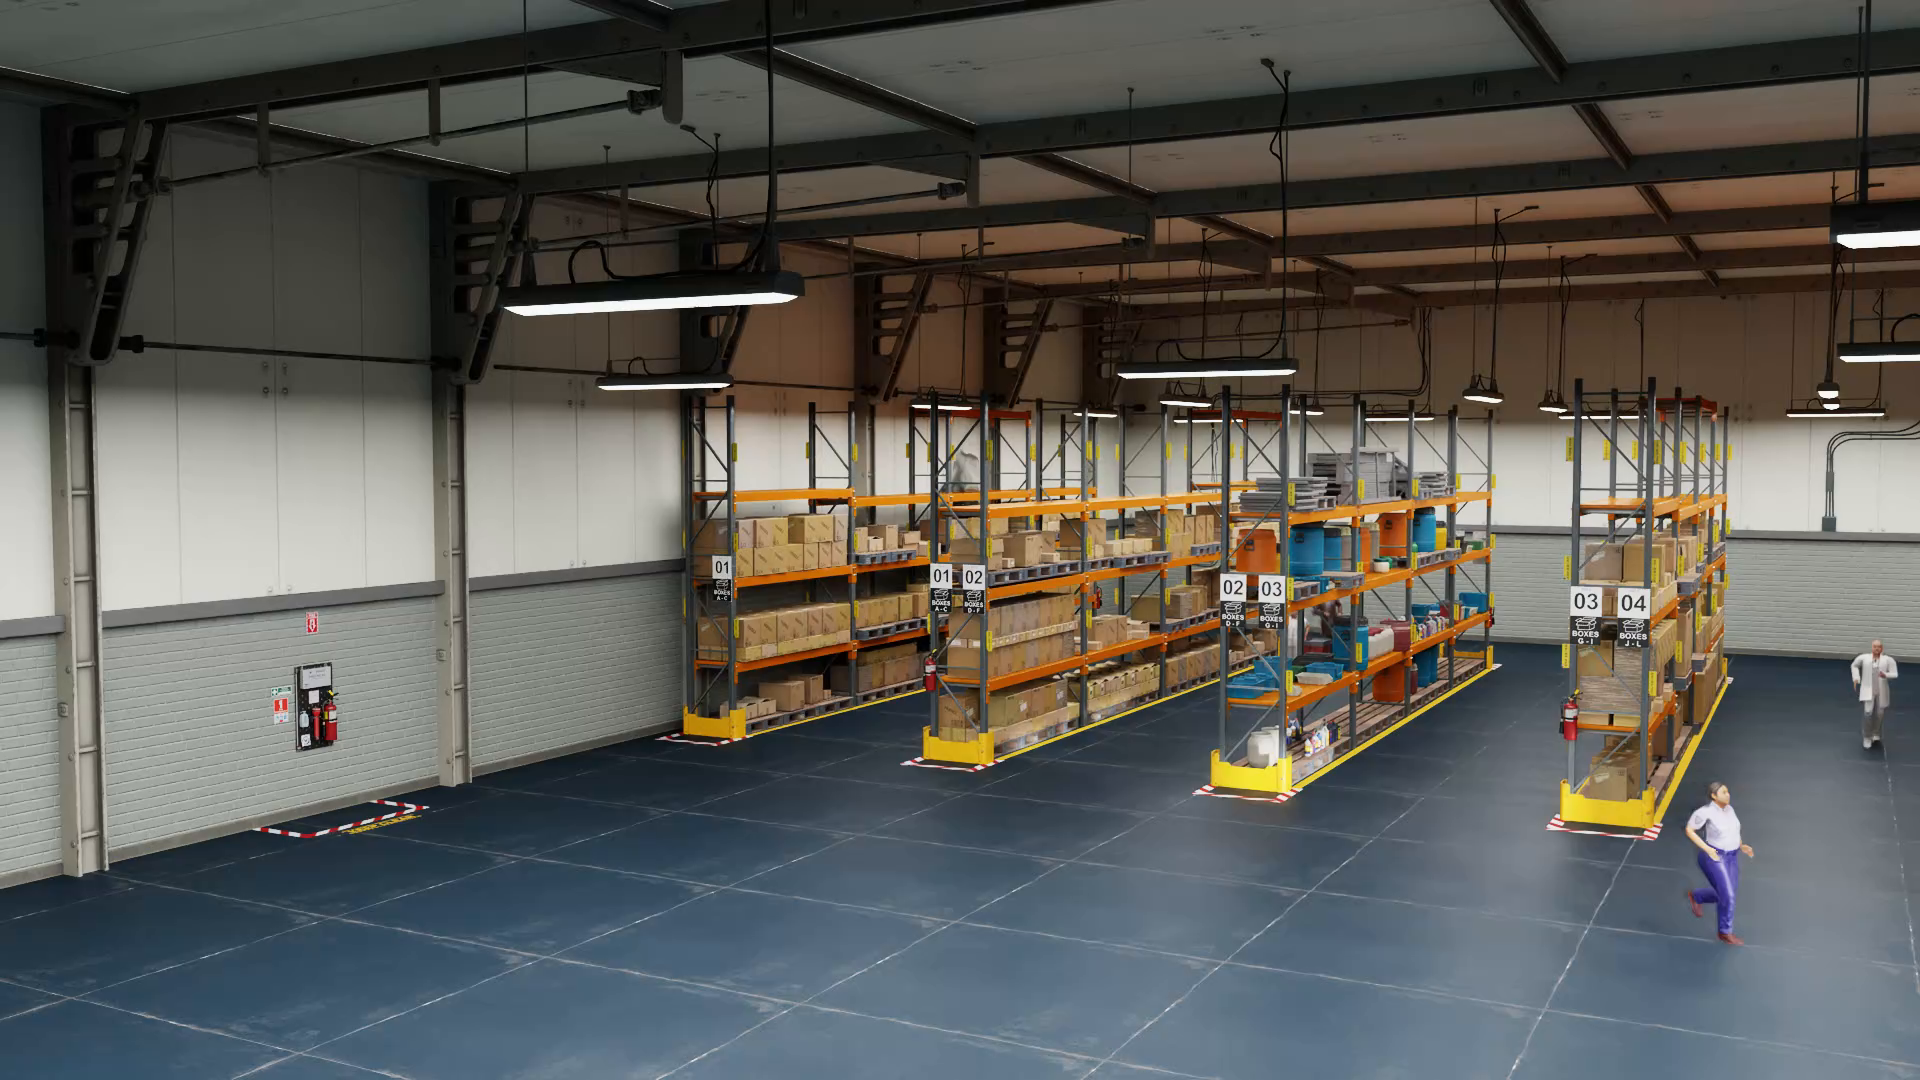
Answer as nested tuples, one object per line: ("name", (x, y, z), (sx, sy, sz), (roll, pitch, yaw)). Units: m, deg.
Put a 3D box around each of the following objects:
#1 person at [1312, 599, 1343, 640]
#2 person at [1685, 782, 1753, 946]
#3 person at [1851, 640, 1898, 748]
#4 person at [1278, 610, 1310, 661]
("person", (8.840, 2.048, 40.019), (0.734, 1.765, 0.973), (0, 3, 8))
("person", (7.791, 3.304, 17.178), (0.607, 1.631, 0.745), (-2, 3, -28))
("person", (15.593, 2.626, 28.350), (0.668, 1.842, 0.825), (1, 3, 22))
("person", (7.084, 2.244, 35.370), (0.648, 1.831, 0.849), (1, 3, 16))
